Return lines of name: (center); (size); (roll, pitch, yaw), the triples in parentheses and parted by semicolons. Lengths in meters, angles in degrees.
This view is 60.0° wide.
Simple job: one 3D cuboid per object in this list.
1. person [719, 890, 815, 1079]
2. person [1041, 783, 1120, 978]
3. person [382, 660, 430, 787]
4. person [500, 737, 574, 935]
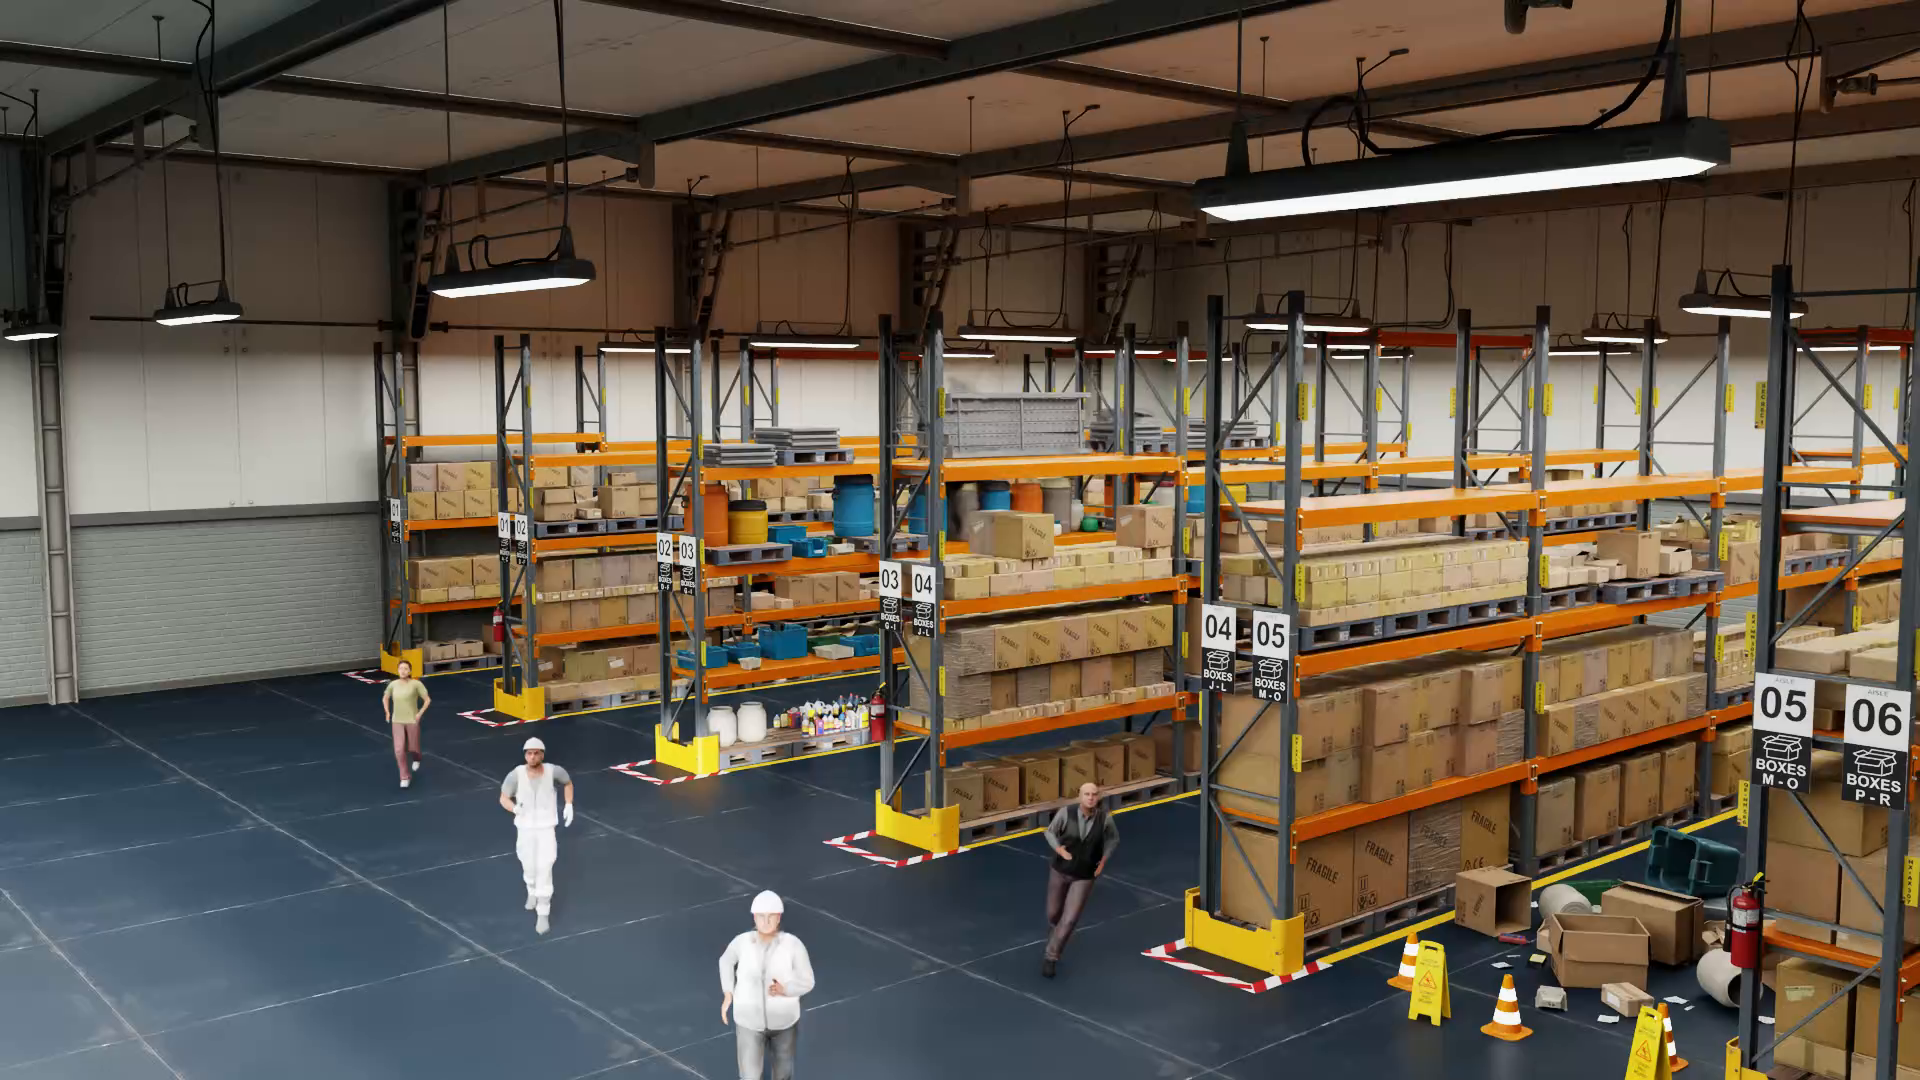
person: (-1.297, 3.251, 11.180); (0.641, 1.808, 0.875); (-1, 5, -7)
person: (1.078, 2.985, 14.899); (0.693, 1.683, 0.900); (1, 5, 11)
person: (-7.236, 2.372, 21.741); (0.616, 1.622, 0.769); (-1, 5, -9)
person: (-4.093, 2.804, 16.101); (0.684, 1.829, 0.854); (-1, 5, -9)
